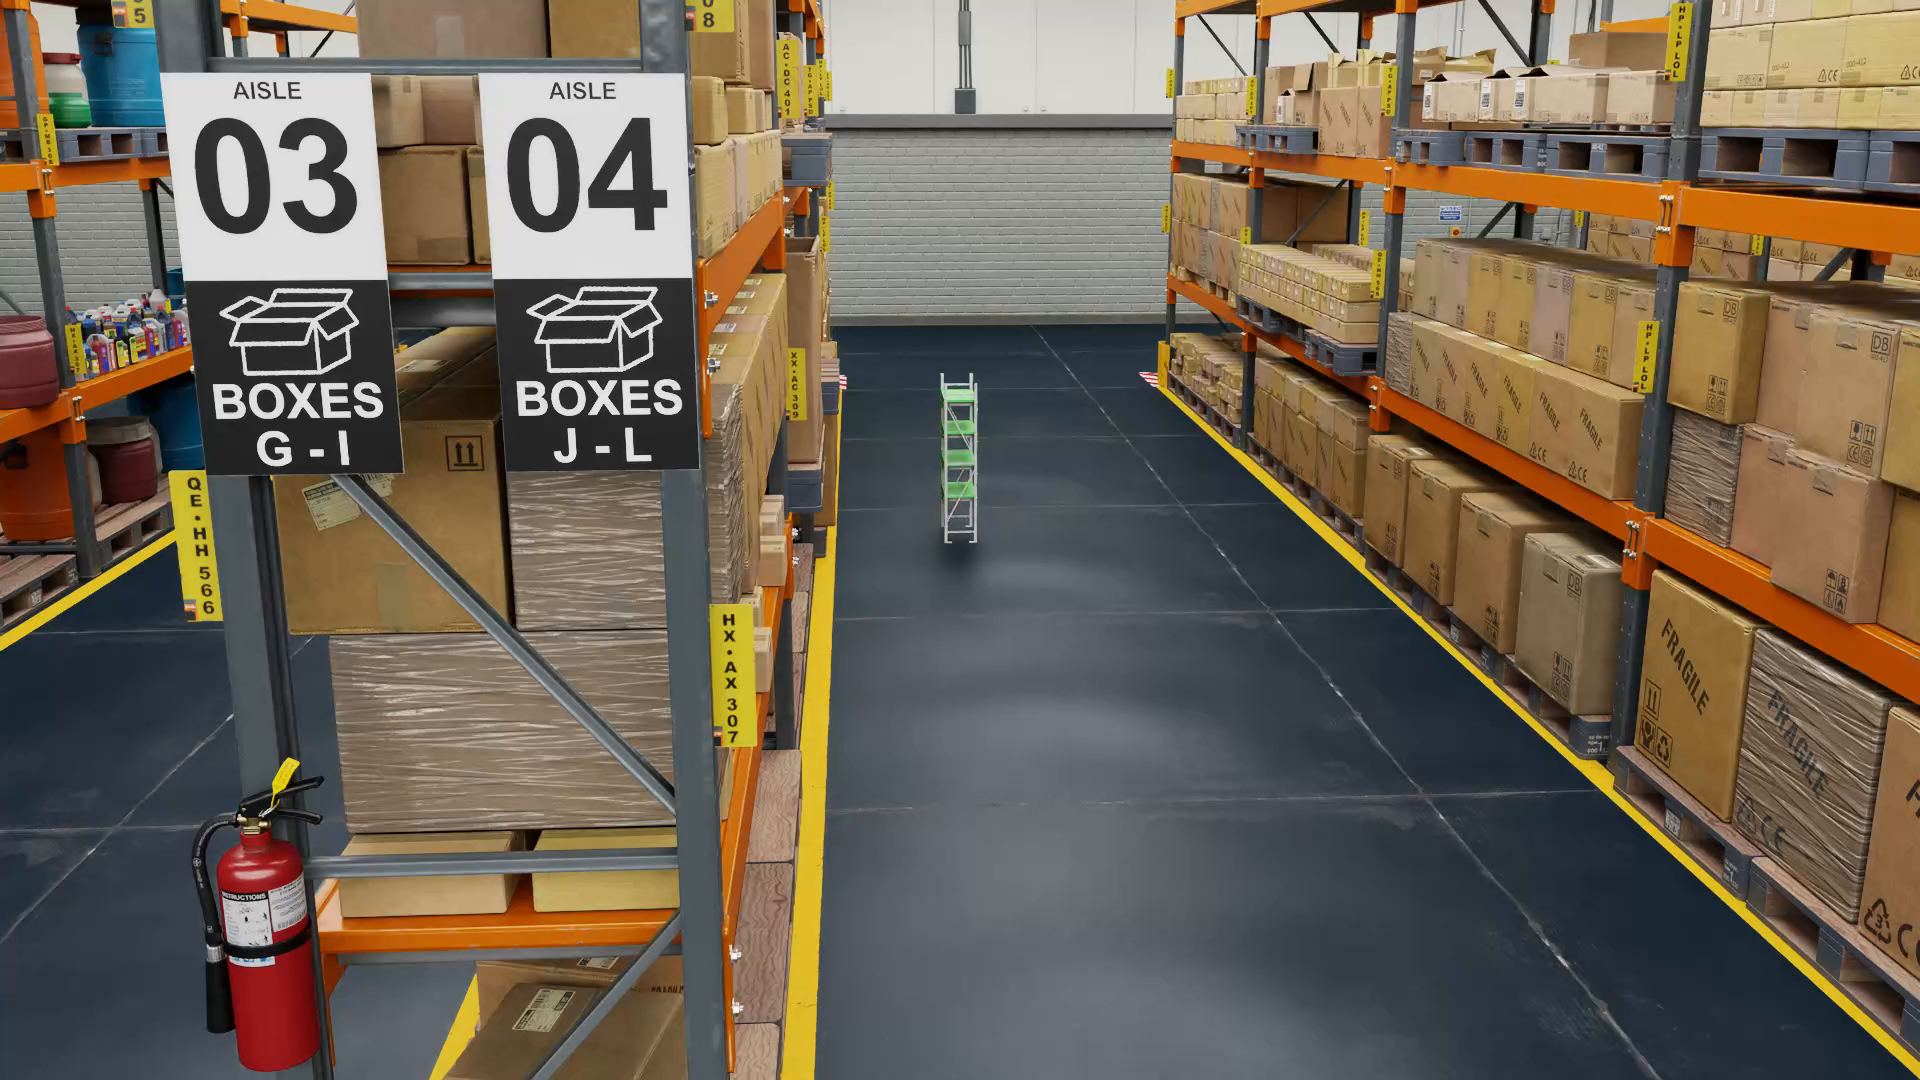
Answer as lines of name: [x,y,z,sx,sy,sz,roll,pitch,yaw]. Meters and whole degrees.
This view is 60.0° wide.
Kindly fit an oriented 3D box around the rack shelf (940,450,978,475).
rack shelf: [-0.010,-0.560,12.553,0.258,0.148,0.480,-1,14,-3]

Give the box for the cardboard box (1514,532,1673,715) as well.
cardboard box: [3.543,0.411,8.581,1.050,0.750,0.750,-1,14,-4]

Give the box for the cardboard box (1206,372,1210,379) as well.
cardboard box: [2.845,-1.814,17.837,0.380,0.149,0.250,0,14,-1]

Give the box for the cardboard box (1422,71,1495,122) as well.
cardboard box: [3.249,-2.795,10.485,0.500,0.311,0.500,-1,14,-3]

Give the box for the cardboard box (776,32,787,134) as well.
cardboard box: [-1.275,-2.329,8.491,0.797,0.503,0.637,0,14,-1]

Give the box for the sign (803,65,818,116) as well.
sign: [-0.991,-2.976,11.017,0.100,0.325,0.005,-1,14,-3]

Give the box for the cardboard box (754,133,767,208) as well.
cardboard box: [-0.938,-1.285,5.781,0.500,0.250,0.500,-1,14,-4]

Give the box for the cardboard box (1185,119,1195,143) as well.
cardboard box: [2.729,-4.440,18.044,0.500,0.250,0.500,0,14,-2]

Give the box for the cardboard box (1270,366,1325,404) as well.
cardboard box: [2.993,-1.347,14.412,0.500,0.250,0.500,0,14,-2]

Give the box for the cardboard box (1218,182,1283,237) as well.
cardboard box: [2.839,-3.230,16.255,0.500,0.500,0.500,-1,14,-5]

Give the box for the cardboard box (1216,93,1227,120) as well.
cardboard box: [2.836,-4.304,16.512,0.500,0.250,0.500,0,14,-1]

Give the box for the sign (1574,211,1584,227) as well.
sign: [7.308,-3.859,19.607,0.100,0.325,0.005,-1,14,-3]

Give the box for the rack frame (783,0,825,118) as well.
rack frame: [-2.029,-6.160,18.410,1.000,3.000,0.127,-1,14,-3]

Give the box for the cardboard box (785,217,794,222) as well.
cardboard box: [-1.648,-2.311,13.273,0.797,0.503,0.637,0,14,-2]

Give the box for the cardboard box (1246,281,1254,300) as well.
cardboard box: [2.764,-2.219,14.794,0.380,0.149,0.250,-1,14,-3]

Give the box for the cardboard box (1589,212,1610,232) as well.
cardboard box: [7.608,-3.817,19.134,0.500,0.500,0.500,-1,14,-5]

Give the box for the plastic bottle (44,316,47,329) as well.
plastic bottle: [-6.967,-1.584,12.760,0.144,0.351,0.185,-1,14,-3]

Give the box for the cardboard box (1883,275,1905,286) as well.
cardboard box: [7.954,-2.088,13.920,0.500,0.250,0.500,-1,14,-5]

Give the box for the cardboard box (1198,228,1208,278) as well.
cardboard box: [2.794,-3.002,17.375,0.500,0.500,0.500,-1,14,-5]

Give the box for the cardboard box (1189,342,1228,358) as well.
cardboard box: [2.744,-2.090,18.314,0.380,0.149,0.250,-2,15,-6]

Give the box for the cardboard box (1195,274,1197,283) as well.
cardboard box: [2.794,-2.906,18.307,0.380,0.149,0.250,0,14,-1]

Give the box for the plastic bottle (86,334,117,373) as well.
plastic bottle: [-6.209,-1.357,12.028,0.152,0.276,0.135,-1,14,-3]

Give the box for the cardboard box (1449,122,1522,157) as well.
cardboard box: [3.654,-2.964,11.807,0.500,0.500,0.500,-1,14,-3]

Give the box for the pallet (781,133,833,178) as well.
pallet: [-1.285,-2.045,8.814,1.213,0.211,1.003,-1,14,-3]

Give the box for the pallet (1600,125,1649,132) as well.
pallet: [7.919,-4.633,18.673,1.003,0.211,1.213,-1,14,-3]

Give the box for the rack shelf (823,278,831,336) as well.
rack shelf: [-1.905,-2.409,17.314,1.077,0.370,4.000,-1,14,-3]

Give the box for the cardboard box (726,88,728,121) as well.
cardboard box: [-0.870,-1.245,4.827,0.380,0.149,0.250,-2,15,-6]

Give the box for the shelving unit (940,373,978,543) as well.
shelving unit: [-0.010,-0.622,12.537,0.258,1.200,0.503,-1,14,-3]

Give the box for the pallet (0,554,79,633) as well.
pallet: [-6.467,0.355,10.724,1.003,0.211,1.213,-1,14,-3]

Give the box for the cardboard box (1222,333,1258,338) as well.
cardboard box: [3.214,-2.290,19.090,0.380,0.149,0.250,-1,14,-3]

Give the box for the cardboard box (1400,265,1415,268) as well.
cardboard box: [3.524,-2.066,13.002,0.380,0.149,0.250,0,14,-1]

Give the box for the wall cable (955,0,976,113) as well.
wall cable: [1.061,-9.178,23.682,2.277,5.999,0.120,-1,14,-3]

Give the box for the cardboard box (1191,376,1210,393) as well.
cardboard box: [2.707,-1.678,17.907,0.380,0.149,0.250,-2,15,-6]

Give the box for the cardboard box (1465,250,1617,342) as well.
cardboard box: [3.508,-1.484,10.069,0.700,0.500,0.500,-1,14,-4]

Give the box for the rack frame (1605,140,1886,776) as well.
rack frame: [3.671,-0.322,7.758,1.000,3.000,0.127,-1,14,-3]

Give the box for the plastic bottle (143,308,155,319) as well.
plastic bottle: [-6.930,-1.882,14.220,0.097,0.201,0.097,0,14,0]

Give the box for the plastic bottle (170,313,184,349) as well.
plastic bottle: [-6.241,-1.670,13.231,0.061,0.283,0.133,-1,14,-3]

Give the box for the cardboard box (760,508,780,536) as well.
cardboard box: [-0.973,-0.038,7.157,0.380,0.149,0.250,-1,14,-3]

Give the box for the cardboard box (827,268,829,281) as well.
cardboard box: [-1.646,-2.923,18.369,0.380,0.149,0.250,-1,14,-3]

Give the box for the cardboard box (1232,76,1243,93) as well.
cardboard box: [2.800,-4.326,15.799,0.380,0.149,0.250,-1,14,-4]

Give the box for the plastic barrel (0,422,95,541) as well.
plastic barrel: [-6.524,-0.463,11.818,0.600,0.830,0.708,-1,14,-3]

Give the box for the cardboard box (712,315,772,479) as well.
cardboard box: [-0.893,-0.467,5.516,0.500,0.500,0.500,-1,14,-3]

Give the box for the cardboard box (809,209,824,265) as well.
cardboard box: [-1.578,-2.941,16.134,0.500,0.500,0.500,-1,14,-3]

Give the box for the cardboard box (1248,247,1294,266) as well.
cardboard box: [2.764,-2.507,14.719,0.380,0.149,0.250,0,14,-2]

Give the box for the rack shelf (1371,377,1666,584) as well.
rack shelf: [3.547,-0.471,9.781,1.077,0.370,4.000,-1,14,-3]

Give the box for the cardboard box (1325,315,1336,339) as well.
cardboard box: [2.921,-1.576,12.293,0.380,0.149,0.250,-1,14,-4]

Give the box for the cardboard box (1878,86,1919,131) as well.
cardboard box: [3.435,-1.492,5.748,0.380,0.149,0.250,-1,14,-3]

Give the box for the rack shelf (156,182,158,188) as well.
rack shelf: [-6.848,-3.785,16.643,1.077,0.370,4.000,-1,14,-3]

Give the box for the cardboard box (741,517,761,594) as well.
cardboard box: [-1.192,-0.103,6.108,0.875,0.500,0.500,-1,14,-3]

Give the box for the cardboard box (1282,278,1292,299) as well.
cardboard box: [2.840,-2.043,13.513,0.380,0.149,0.250,-1,14,-5]

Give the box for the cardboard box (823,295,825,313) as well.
cardboard box: [-1.467,-2.217,15.629,0.380,0.149,0.250,-1,14,-3]

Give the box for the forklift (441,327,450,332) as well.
forklift: [-3.447,-1.541,12.632,1.130,2.935,3.031,-1,14,-2]

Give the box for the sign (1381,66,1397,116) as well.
sign: [2.882,-3.012,11.156,0.100,0.325,0.005,-1,14,-3]

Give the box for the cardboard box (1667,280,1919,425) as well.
cardboard box: [3.660,-0.825,7.247,0.875,0.550,0.550,-1,14,-3]

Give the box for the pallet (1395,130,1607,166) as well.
pallet: [3.516,-2.519,10.655,1.213,0.211,1.003,0,14,-1]

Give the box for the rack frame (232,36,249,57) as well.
rack frame: [-6.724,-5.089,14.247,1.000,3.000,0.127,-1,14,-3]

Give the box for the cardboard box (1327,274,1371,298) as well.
cardboard box: [2.922,-1.864,12.219,0.380,0.149,0.250,-1,14,-4]
